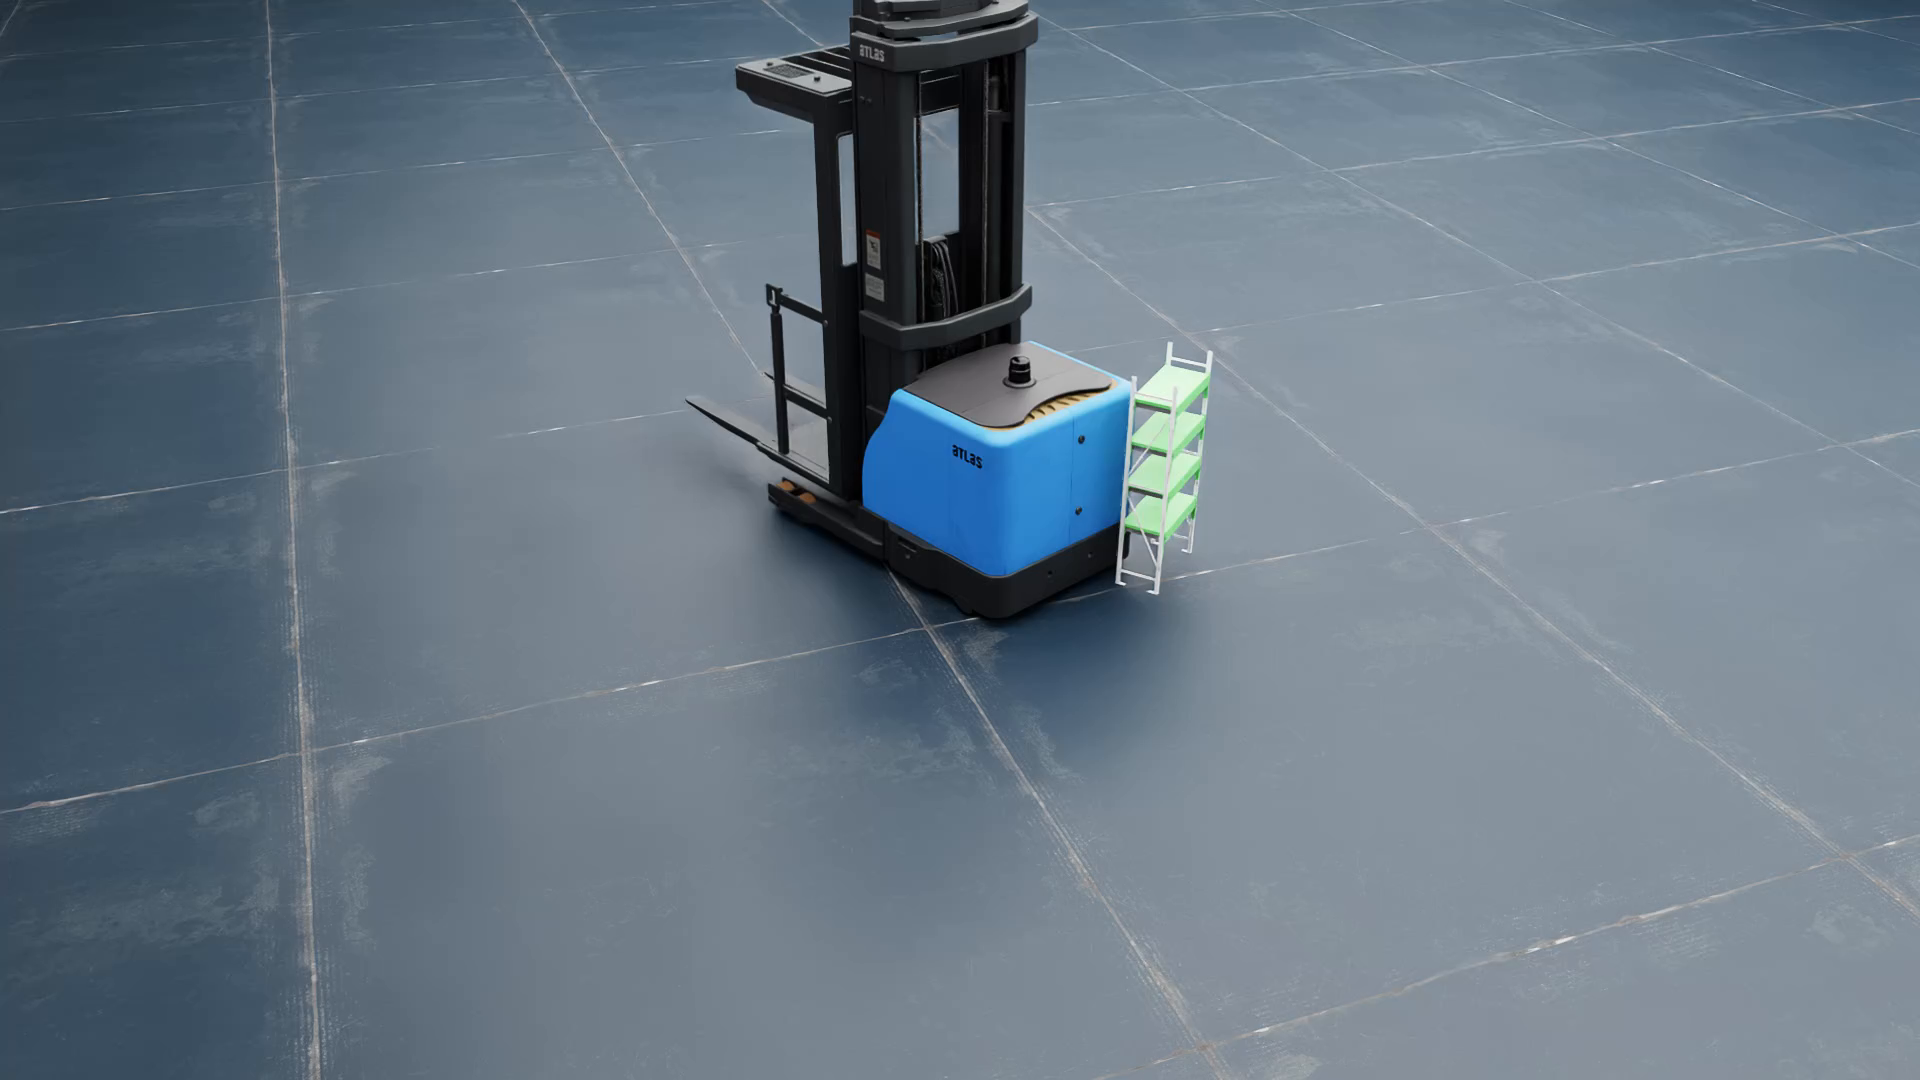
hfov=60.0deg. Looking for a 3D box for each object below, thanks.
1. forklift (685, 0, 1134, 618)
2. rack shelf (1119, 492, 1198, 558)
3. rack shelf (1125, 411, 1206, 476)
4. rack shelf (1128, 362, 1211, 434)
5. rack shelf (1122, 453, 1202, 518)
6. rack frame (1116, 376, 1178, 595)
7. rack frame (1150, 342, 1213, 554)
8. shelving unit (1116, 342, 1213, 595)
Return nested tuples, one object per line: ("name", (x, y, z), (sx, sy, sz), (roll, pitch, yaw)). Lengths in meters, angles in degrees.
("forklift", (-0.449, -1.522, 8.960), (1.130, 2.935, 3.031), (-24, 38, -36))
("rack shelf", (1.055, -0.106, 8.831), (0.258, 0.148, 0.480), (16, 33, 23))
("rack shelf", (1.064, -0.520, 8.589), (0.258, 0.148, 0.480), (16, 33, 23))
("rack shelf", (1.069, -0.727, 8.468), (0.258, 0.148, 0.480), (16, 33, 23))
("rack shelf", (1.060, -0.313, 8.710), (0.258, 0.148, 0.480), (16, 33, 23))
("rack frame", (0.948, -0.261, 8.490), (0.240, 1.200, 0.015), (16, 33, 23))
("rack frame", (1.174, -0.475, 8.866), (0.240, 1.200, 0.015), (16, 33, 23))
("shelving unit", (1.061, -0.368, 8.678), (0.258, 1.200, 0.503), (16, 33, 23))
